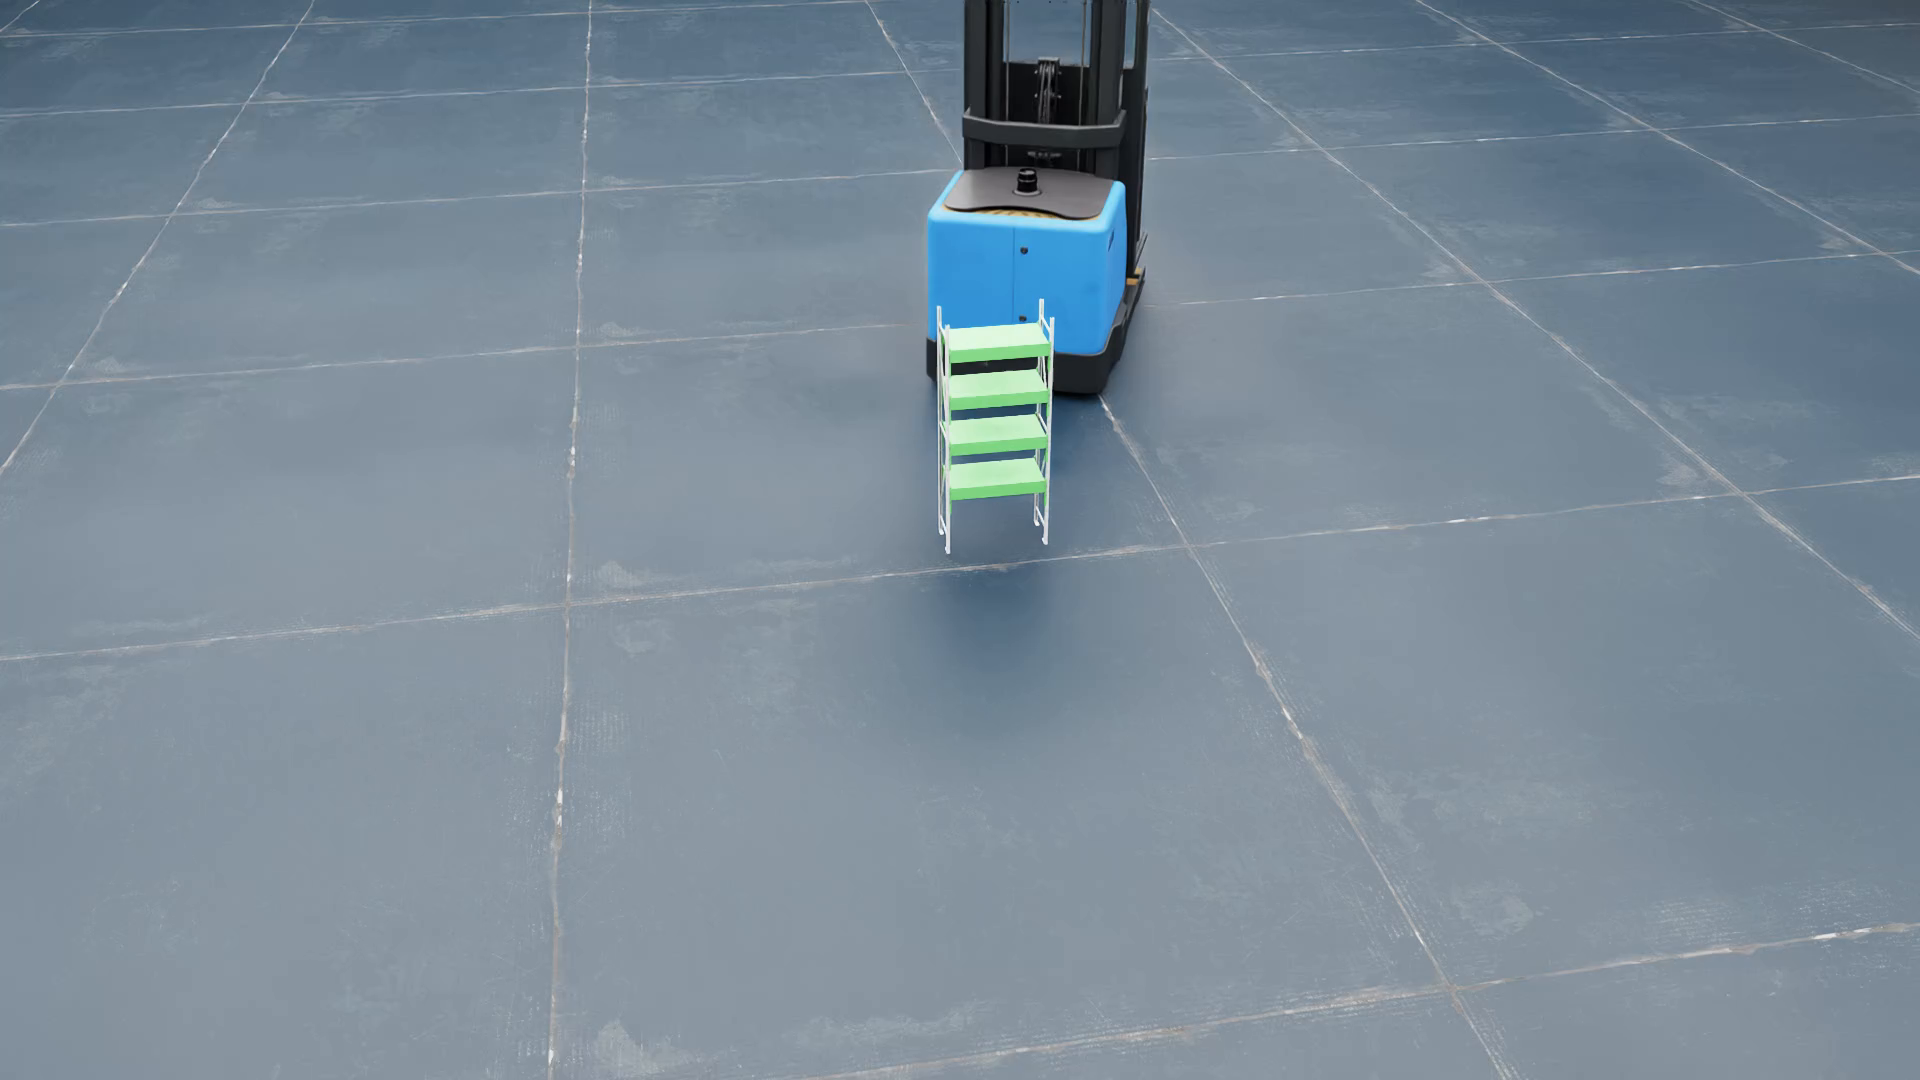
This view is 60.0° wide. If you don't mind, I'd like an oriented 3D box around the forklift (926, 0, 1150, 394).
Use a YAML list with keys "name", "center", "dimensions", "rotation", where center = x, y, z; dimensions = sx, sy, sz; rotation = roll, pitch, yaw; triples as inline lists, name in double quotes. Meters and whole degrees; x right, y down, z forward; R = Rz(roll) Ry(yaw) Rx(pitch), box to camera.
- name: "forklift"
  center: [0.616, -2.836, 10.182]
  dimensions: [1.130, 2.935, 3.031]
  rotation: [6, 31, 11]

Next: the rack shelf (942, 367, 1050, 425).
- name: "rack shelf"
  center: [0.163, -0.684, 7.882]
  dimensions: [0.480, 0.148, 0.258]
  rotation: [-5, 31, -9]

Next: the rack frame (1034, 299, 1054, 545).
- name: "rack frame"
  center: [0.403, -0.555, 8.009]
  dimensions: [0.015, 1.200, 0.240]
  rotation: [-5, 31, -9]

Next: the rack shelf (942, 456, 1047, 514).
- name: "rack shelf"
  center: [0.163, -0.270, 8.126]
  dimensions: [0.480, 0.148, 0.258]
  rotation: [-5, 31, -9]

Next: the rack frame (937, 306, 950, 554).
- name: "rack frame"
  center: [-0.077, -0.510, 7.934]
  dimensions: [0.015, 1.200, 0.240]
  rotation: [-5, 31, -9]

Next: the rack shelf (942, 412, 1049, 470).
- name: "rack shelf"
  center: [0.163, -0.477, 8.004]
  dimensions: [0.480, 0.148, 0.258]
  rotation: [-5, 31, -9]

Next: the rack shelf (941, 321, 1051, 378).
- name: "rack shelf"
  center: [0.163, -0.891, 7.761]
  dimensions: [0.480, 0.148, 0.258]
  rotation: [-5, 31, -9]

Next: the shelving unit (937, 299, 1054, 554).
- name: "shelving unit"
  center: [0.163, -0.532, 7.972]
  dimensions: [0.503, 1.200, 0.258]
  rotation: [-5, 31, -9]
